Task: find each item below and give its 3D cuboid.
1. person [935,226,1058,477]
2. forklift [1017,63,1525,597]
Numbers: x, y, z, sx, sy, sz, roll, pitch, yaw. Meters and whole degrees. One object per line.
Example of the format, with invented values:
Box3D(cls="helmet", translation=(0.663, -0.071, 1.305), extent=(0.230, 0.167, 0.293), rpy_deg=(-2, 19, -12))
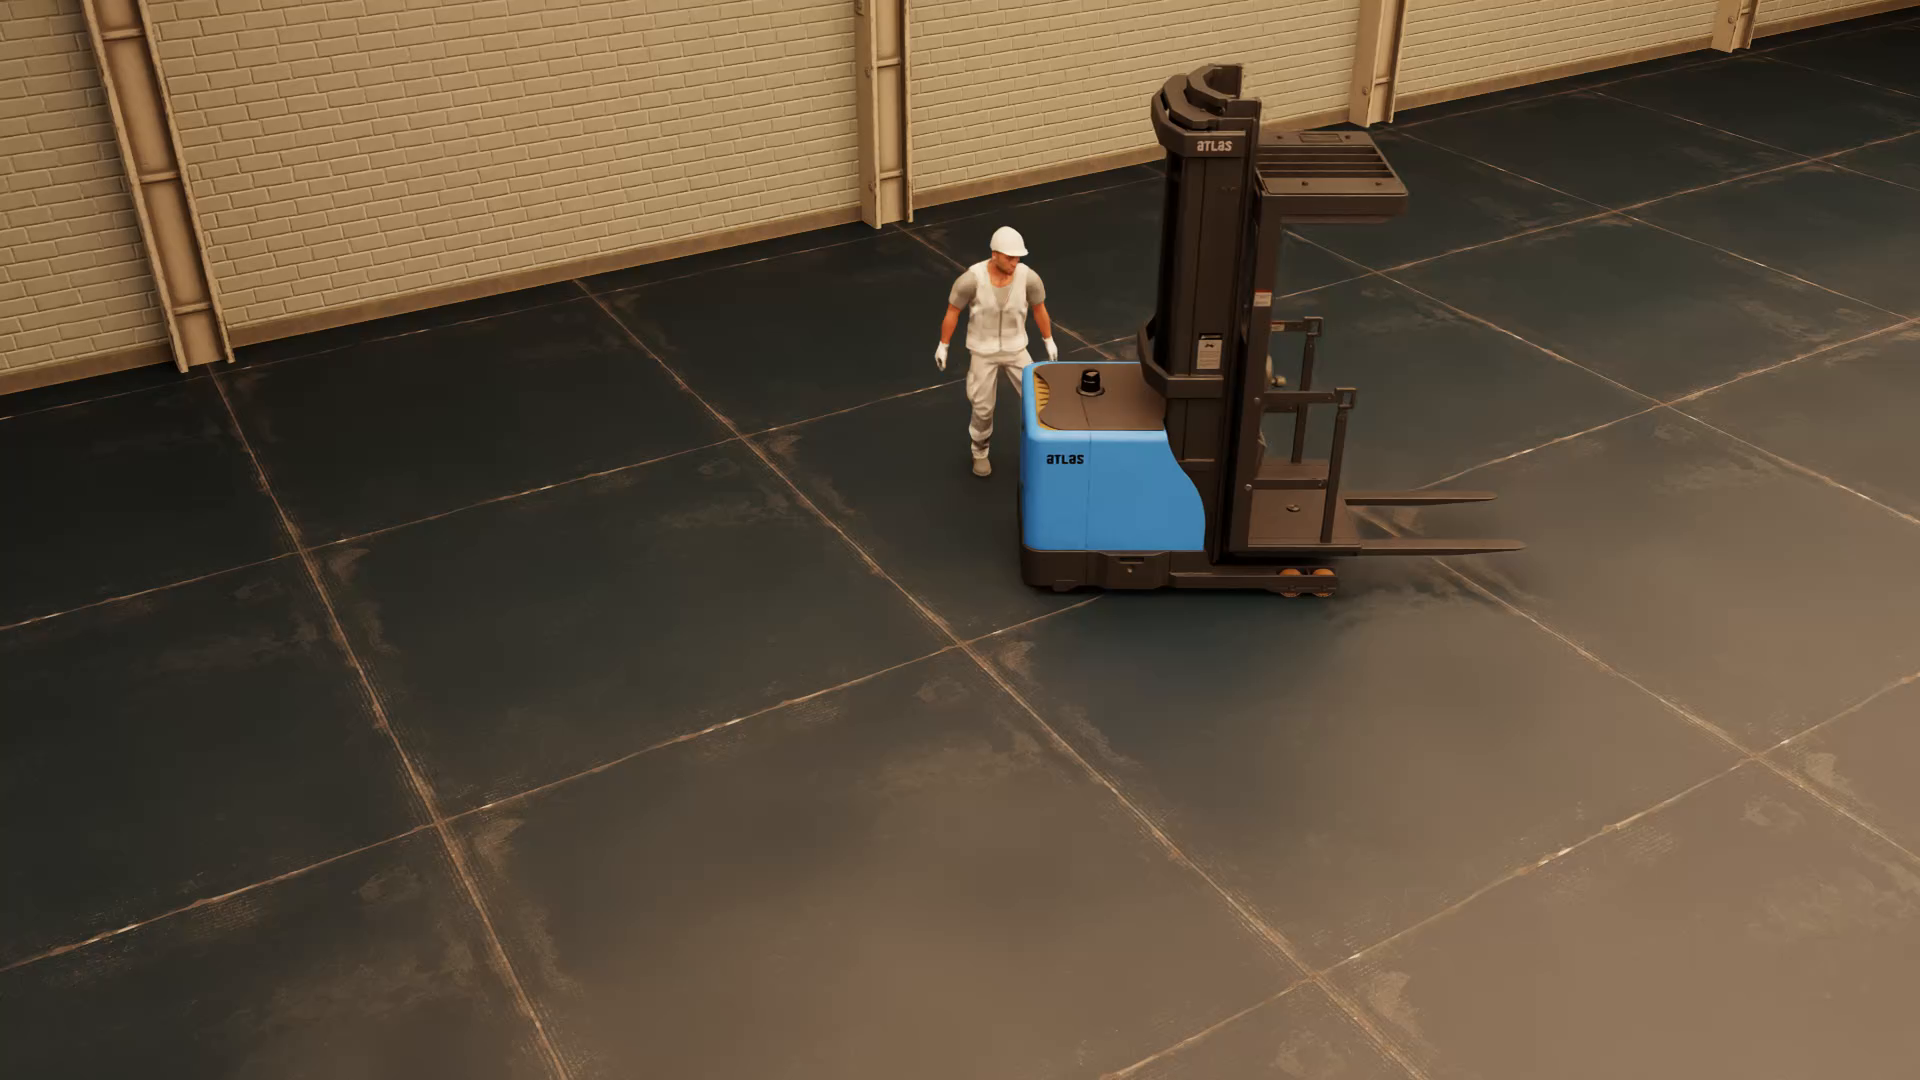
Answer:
Box3D(cls="person", translation=(0.281, -1.219, 10.835), extent=(0.864, 1.747, 0.437), rpy_deg=(-6, 31, -9))
Box3D(cls="forklift", translation=(1.885, -1.192, 9.637), extent=(3.031, 2.935, 1.130), rpy_deg=(0, 31, 0))
